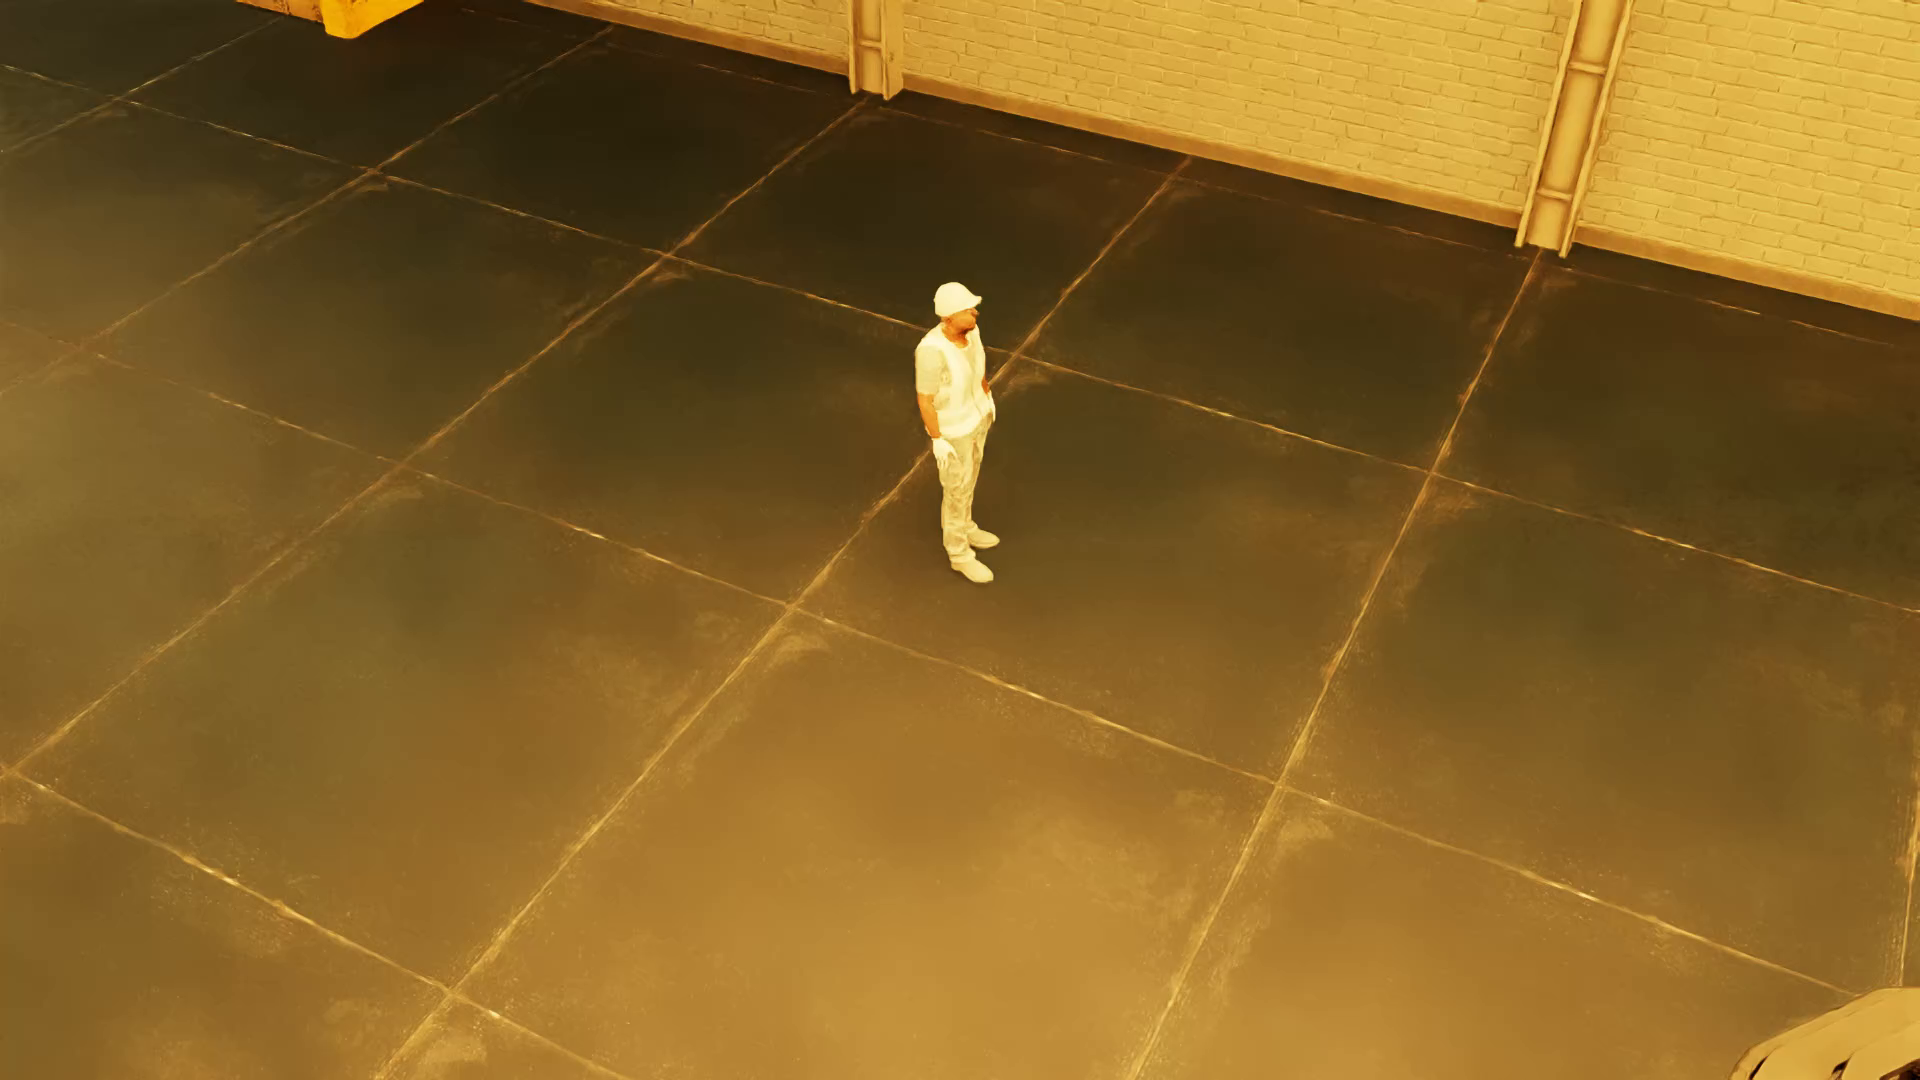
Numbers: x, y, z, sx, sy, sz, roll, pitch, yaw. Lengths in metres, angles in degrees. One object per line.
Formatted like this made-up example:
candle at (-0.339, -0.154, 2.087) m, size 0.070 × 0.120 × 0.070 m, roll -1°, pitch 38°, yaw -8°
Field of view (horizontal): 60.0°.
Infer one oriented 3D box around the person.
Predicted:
person at (0.061, -0.659, 9.654) m, size 0.575 × 1.777 × 0.655 m, roll 18°, pitch 43°, yaw 21°

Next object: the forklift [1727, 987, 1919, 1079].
forklift at (2.612, 2.767, 4.701) m, size 1.130 × 2.935 × 3.031 m, roll -16°, pitch 43°, yaw -18°
